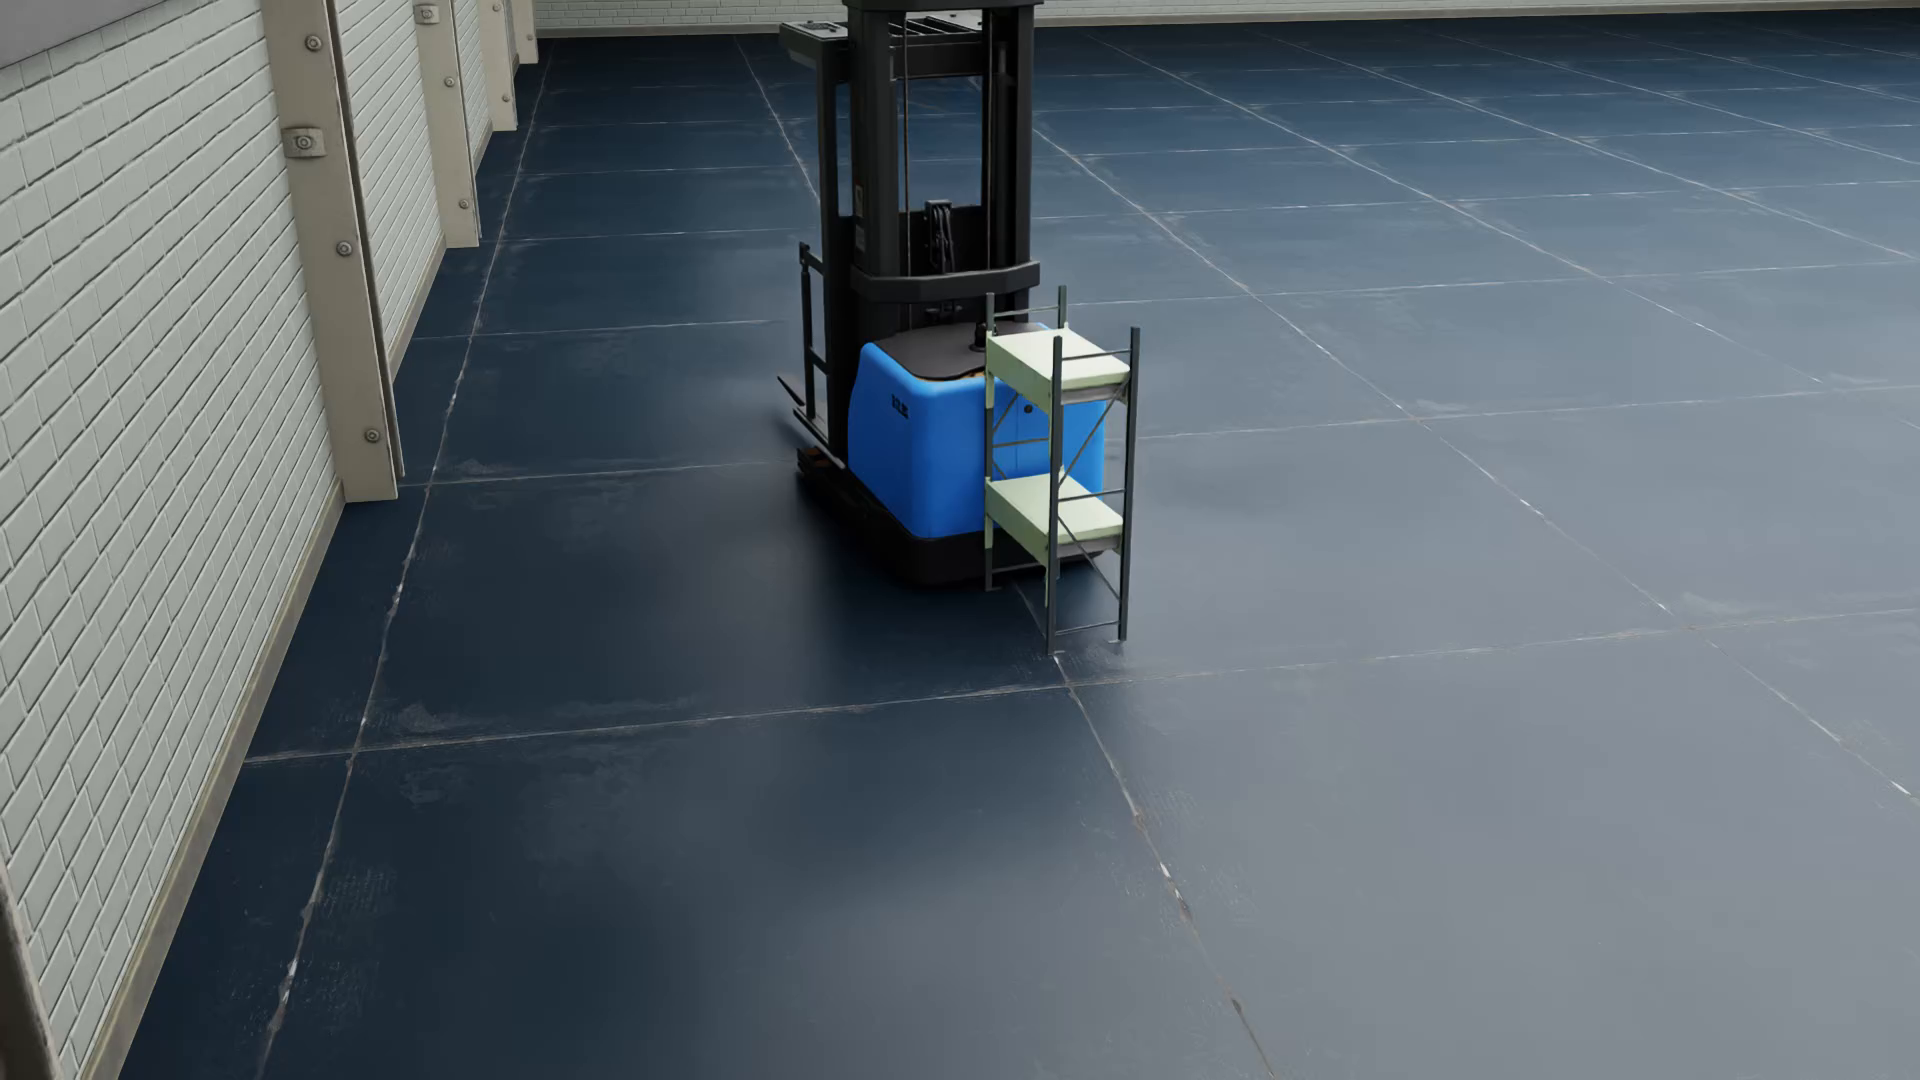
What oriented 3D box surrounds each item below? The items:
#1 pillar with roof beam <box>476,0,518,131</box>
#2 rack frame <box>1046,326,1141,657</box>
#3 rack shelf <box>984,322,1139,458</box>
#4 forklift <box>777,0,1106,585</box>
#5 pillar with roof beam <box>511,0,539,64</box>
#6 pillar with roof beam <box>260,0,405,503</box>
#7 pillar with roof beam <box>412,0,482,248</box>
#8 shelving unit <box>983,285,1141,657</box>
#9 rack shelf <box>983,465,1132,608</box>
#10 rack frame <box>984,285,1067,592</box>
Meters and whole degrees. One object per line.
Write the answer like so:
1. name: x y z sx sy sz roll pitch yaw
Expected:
1. pillar with roof beam: -1.318 -9.457 19.160 9.100 9.000 0.400 -4 24 -10
2. rack frame: 0.579 -0.192 7.316 0.400 1.500 0.023 -9 25 -20
3. rack shelf: 0.443 -0.686 7.471 0.431 0.370 0.720 -9 25 -20
4. forklift: -0.289 -1.687 8.951 1.130 2.935 3.031 -9 25 -20
5. pillar with roof beam: -2.427 -11.817 24.564 9.100 9.000 0.400 -4 24 -10
6. pillar with roof beam: 0.901 -4.737 8.353 9.100 9.000 0.400 -4 24 -10
7. pillar with roof beam: -0.208 -7.097 13.757 9.100 9.000 0.400 -4 24 -10
8. shelving unit: 0.443 -0.328 7.627 0.431 1.500 0.755 -9 25 -20
9. rack shelf: 0.443 -0.029 7.758 0.431 0.370 0.720 -9 25 -20
10. rack frame: 0.306 -0.464 7.939 0.400 1.500 0.023 -9 25 -20
